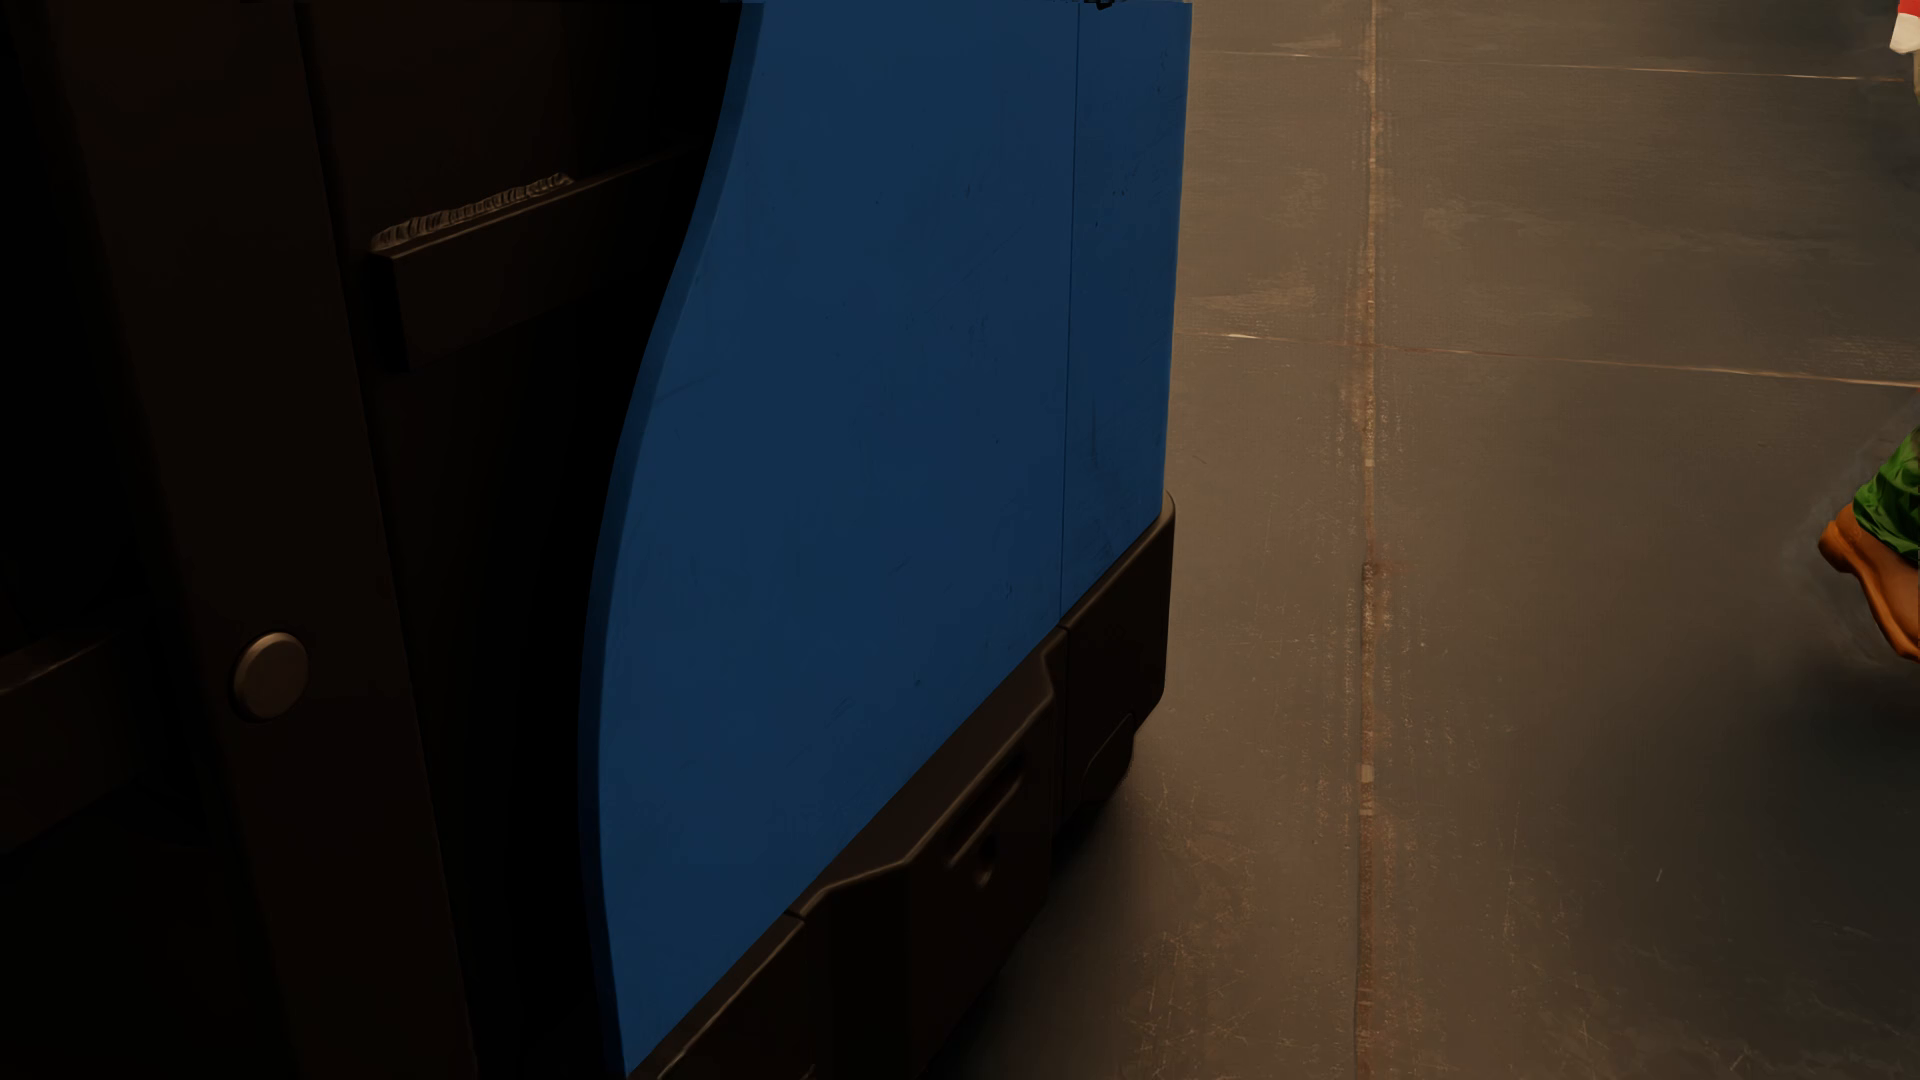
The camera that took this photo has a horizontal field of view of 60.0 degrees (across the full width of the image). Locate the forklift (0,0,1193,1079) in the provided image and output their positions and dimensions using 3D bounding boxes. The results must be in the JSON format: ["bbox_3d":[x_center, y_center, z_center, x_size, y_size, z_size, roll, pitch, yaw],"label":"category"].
[{"bbox_3d":[-0.885,-0.599,0.433,1.130,2.935,3.031,13,30,24],"label":"forklift"}]

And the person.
[{"bbox_3d":[1.558,-0.516,1.910,0.898,1.540,0.775,-7,28,-13],"label":"person"}]
